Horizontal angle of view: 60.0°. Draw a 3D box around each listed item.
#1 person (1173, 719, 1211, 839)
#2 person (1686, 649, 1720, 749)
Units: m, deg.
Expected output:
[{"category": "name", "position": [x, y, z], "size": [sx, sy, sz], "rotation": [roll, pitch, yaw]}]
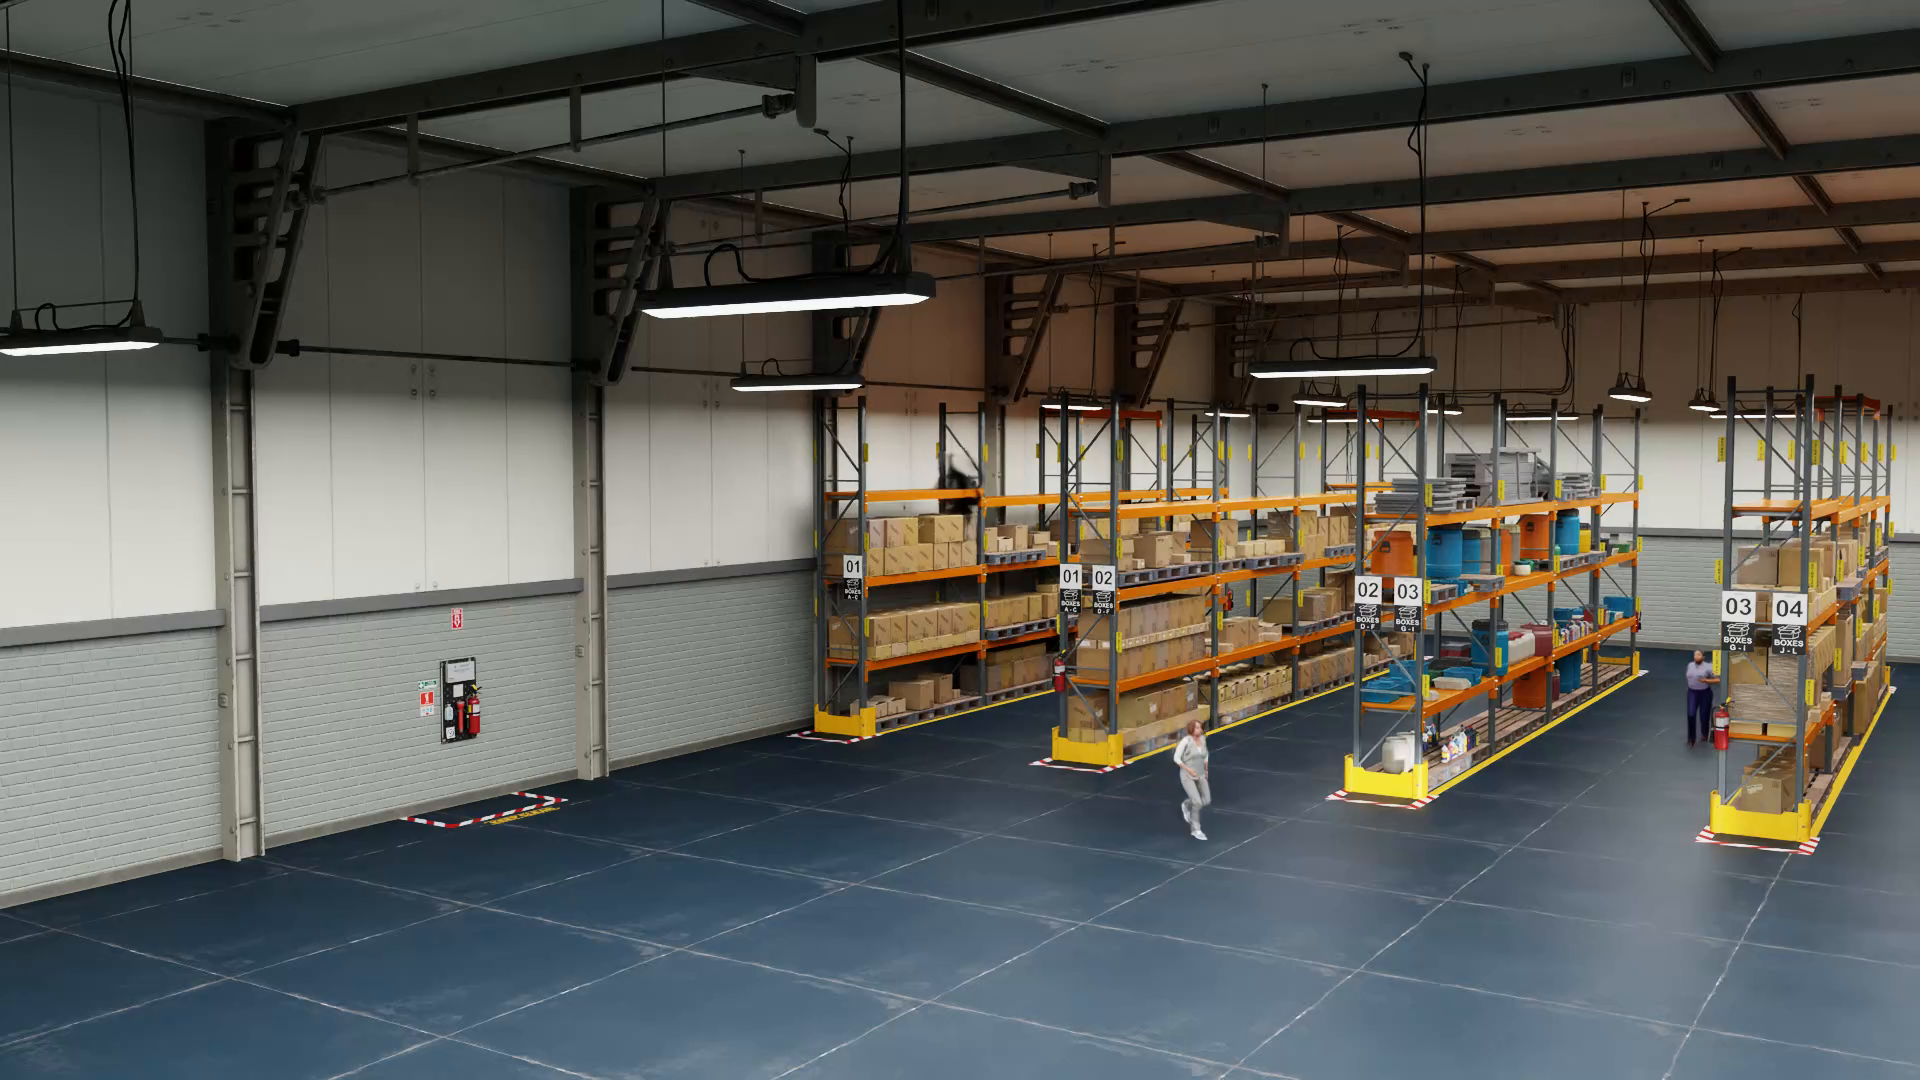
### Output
[{"category": "person", "position": [3.016, 3.099, 21.651], "size": [0.554, 1.555, 0.531], "rotation": [-2, 3, -27]}, {"category": "person", "position": [12.655, 2.701, 28.377], "size": [0.581, 1.702, 0.785], "rotation": [2, 4, 37]}]
